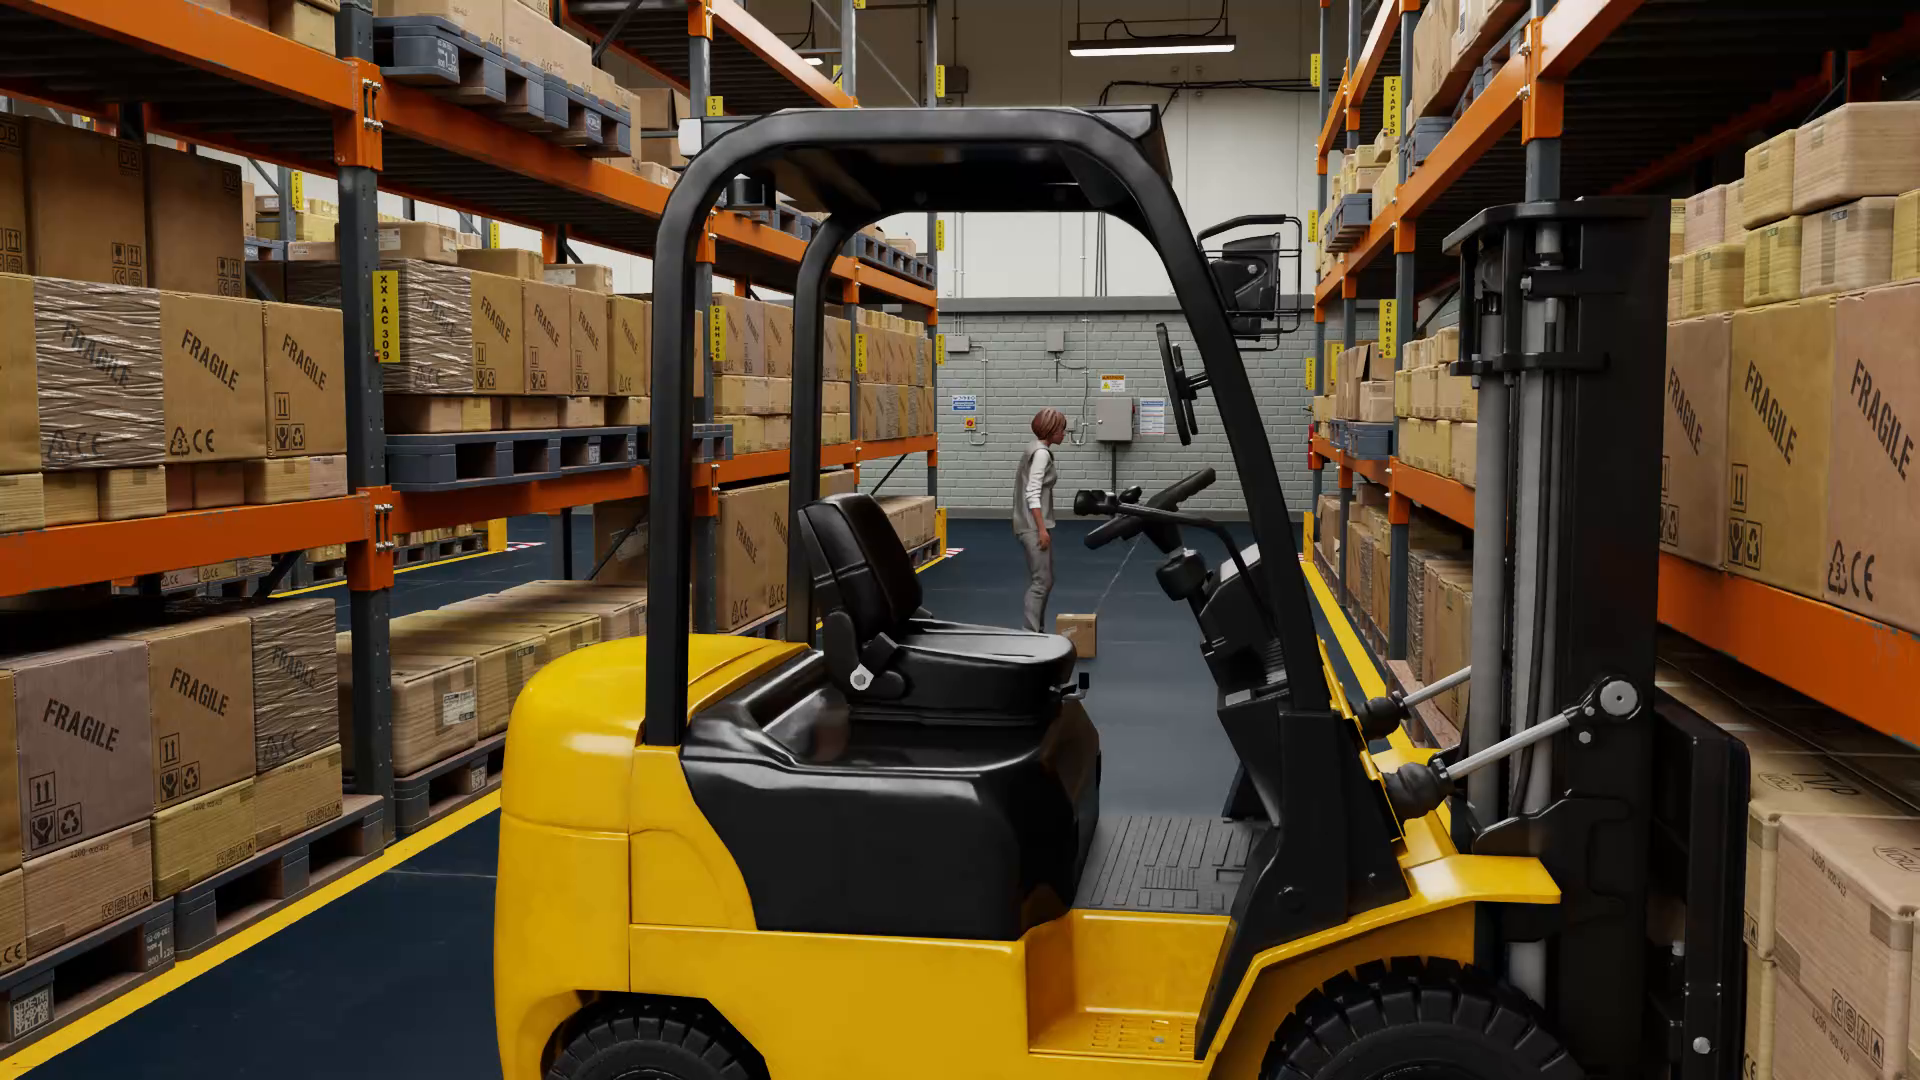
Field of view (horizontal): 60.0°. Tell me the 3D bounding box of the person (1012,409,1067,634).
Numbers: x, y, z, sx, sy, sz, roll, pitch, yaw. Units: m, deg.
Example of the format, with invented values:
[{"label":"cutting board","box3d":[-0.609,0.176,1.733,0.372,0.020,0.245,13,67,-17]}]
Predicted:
[{"label":"person","box3d":[0.512,-0.052,10.765,0.346,1.593,0.484,0,5,5]}]
